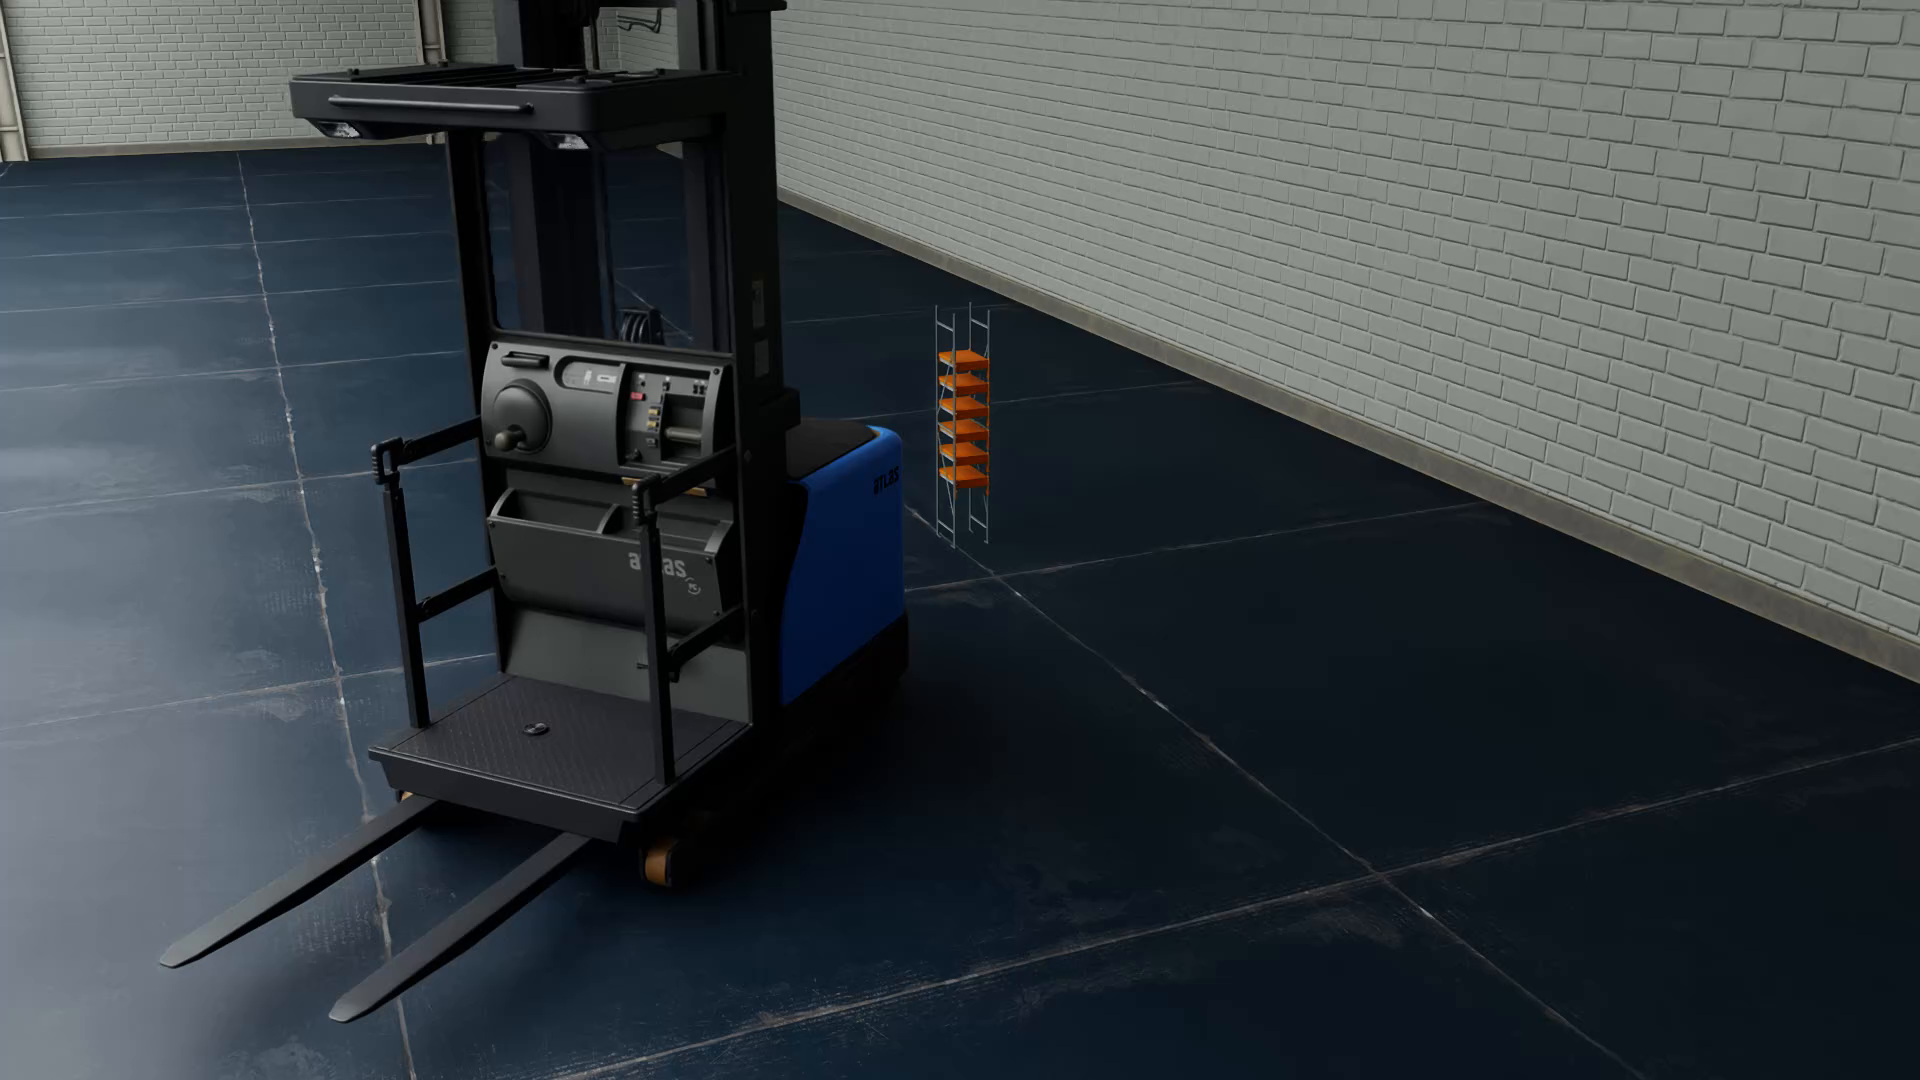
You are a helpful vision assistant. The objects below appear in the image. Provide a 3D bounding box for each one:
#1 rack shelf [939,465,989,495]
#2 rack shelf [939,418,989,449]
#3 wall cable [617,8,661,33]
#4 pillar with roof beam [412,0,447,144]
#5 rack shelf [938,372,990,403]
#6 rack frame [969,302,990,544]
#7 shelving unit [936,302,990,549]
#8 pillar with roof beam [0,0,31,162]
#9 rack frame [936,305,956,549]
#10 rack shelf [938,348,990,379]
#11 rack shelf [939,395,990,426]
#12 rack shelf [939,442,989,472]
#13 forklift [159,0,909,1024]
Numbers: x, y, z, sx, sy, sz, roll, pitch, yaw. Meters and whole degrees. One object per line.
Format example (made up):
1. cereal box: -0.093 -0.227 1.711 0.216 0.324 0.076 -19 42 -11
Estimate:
1. rack shelf: 0.013 -0.300 8.423 0.180 0.103 0.258 -8 21 -22
2. rack shelf: 0.013 -0.526 8.343 0.180 0.103 0.258 -8 21 -22
3. wall cable: -5.043 -9.088 25.459 0.112 2.526 3.097 -8 21 -22
4. pillar with roof beam: -6.567 -9.256 21.259 0.400 9.000 9.100 -8 21 -22
5. rack shelf: 0.013 -0.752 8.263 0.180 0.103 0.258 -8 21 -22
6. rack frame: 0.097 -0.580 8.362 0.006 1.200 0.240 -8 21 -22
7. shelving unit: 0.013 -0.568 8.328 0.189 1.200 0.258 -8 21 -22
8. pillar with roof beam: -12.076 -8.466 19.017 0.400 9.000 9.100 -8 21 -22
9. rack frame: -0.071 -0.556 8.294 0.006 1.200 0.240 -8 21 -22
10. rack shelf: 0.013 -0.866 8.223 0.180 0.103 0.258 -8 21 -22
11. rack shelf: 0.013 -0.639 8.303 0.180 0.103 0.258 -8 21 -22
12. rack shelf: 0.013 -0.413 8.383 0.180 0.103 0.258 -8 21 -22
13. forklift: -1.276 -0.427 5.322 1.130 2.935 3.031 8 21 23
